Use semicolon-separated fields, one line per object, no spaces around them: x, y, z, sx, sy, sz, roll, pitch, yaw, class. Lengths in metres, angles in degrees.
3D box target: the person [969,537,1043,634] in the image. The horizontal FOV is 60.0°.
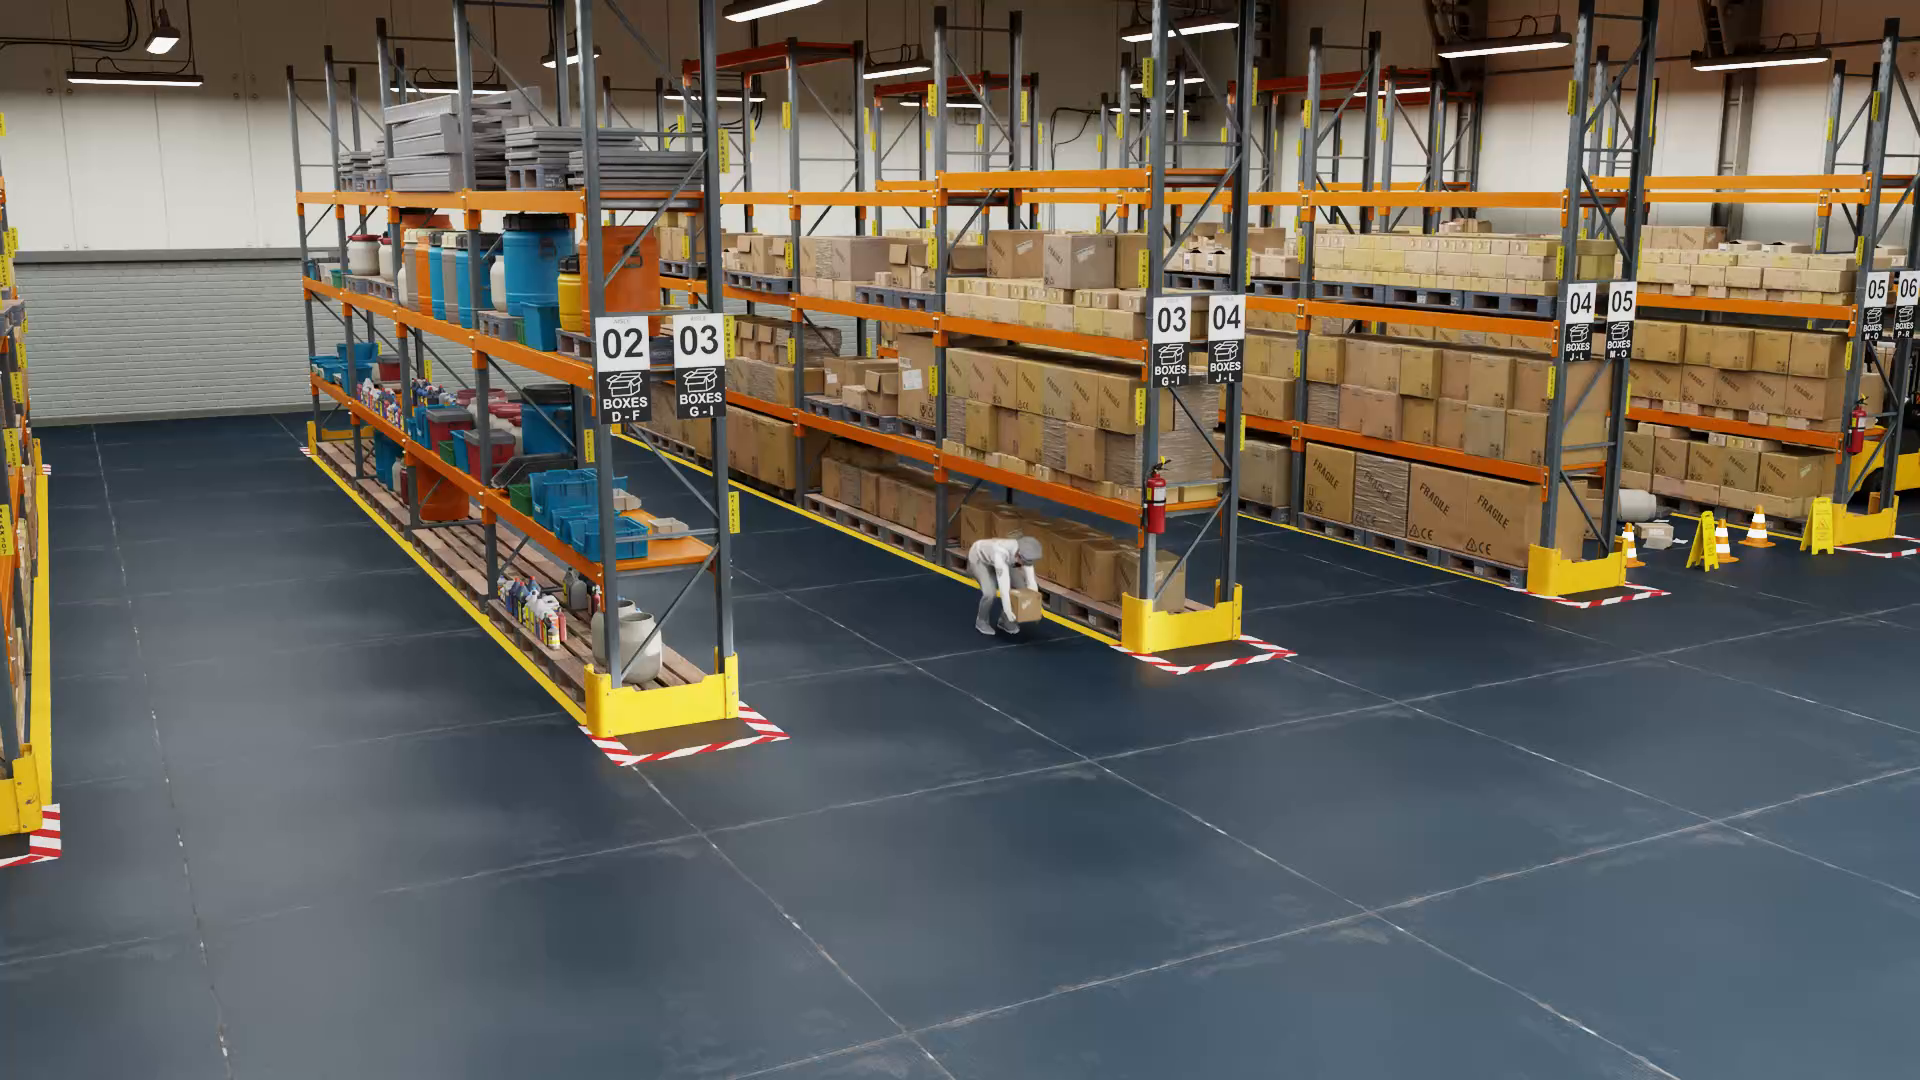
0.432;0.408;15.632;0.452;0.999;0.918;-7;14;-31;person
